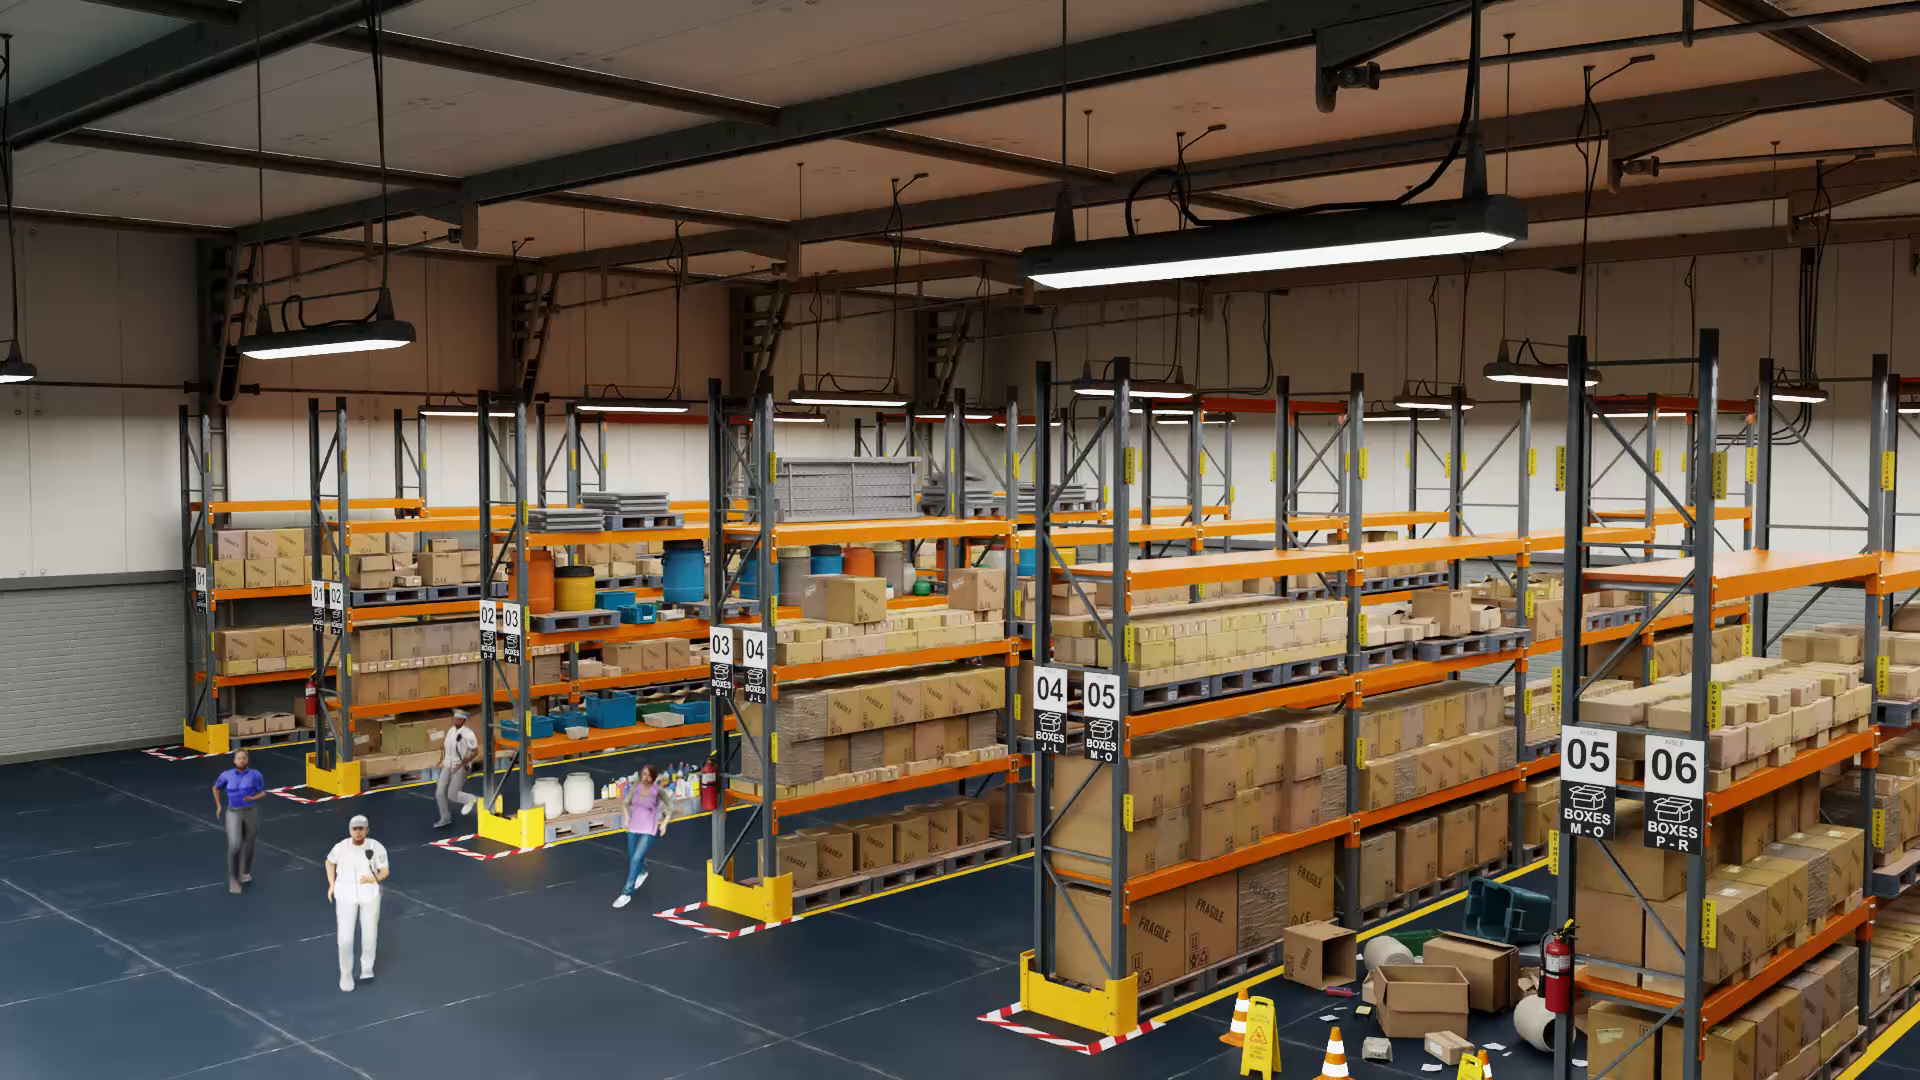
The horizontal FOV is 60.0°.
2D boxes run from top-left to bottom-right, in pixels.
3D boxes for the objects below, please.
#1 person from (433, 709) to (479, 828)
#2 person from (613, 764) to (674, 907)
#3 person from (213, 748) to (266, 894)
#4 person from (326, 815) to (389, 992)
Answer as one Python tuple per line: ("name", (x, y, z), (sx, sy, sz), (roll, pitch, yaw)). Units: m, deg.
("person", (-6.939, 3.142, 23.049), (0.615, 1.651, 0.628), (2, 3, 27))
("person", (-3.634, 3.359, 19.120), (0.604, 1.568, 0.876), (1, 3, 17))
("person", (-8.485, 3.311, 19.622), (0.541, 1.700, 0.724), (-2, 3, -30))
("person", (-5.807, 3.495, 16.041), (0.578, 1.689, 0.692), (-1, 3, -20))
